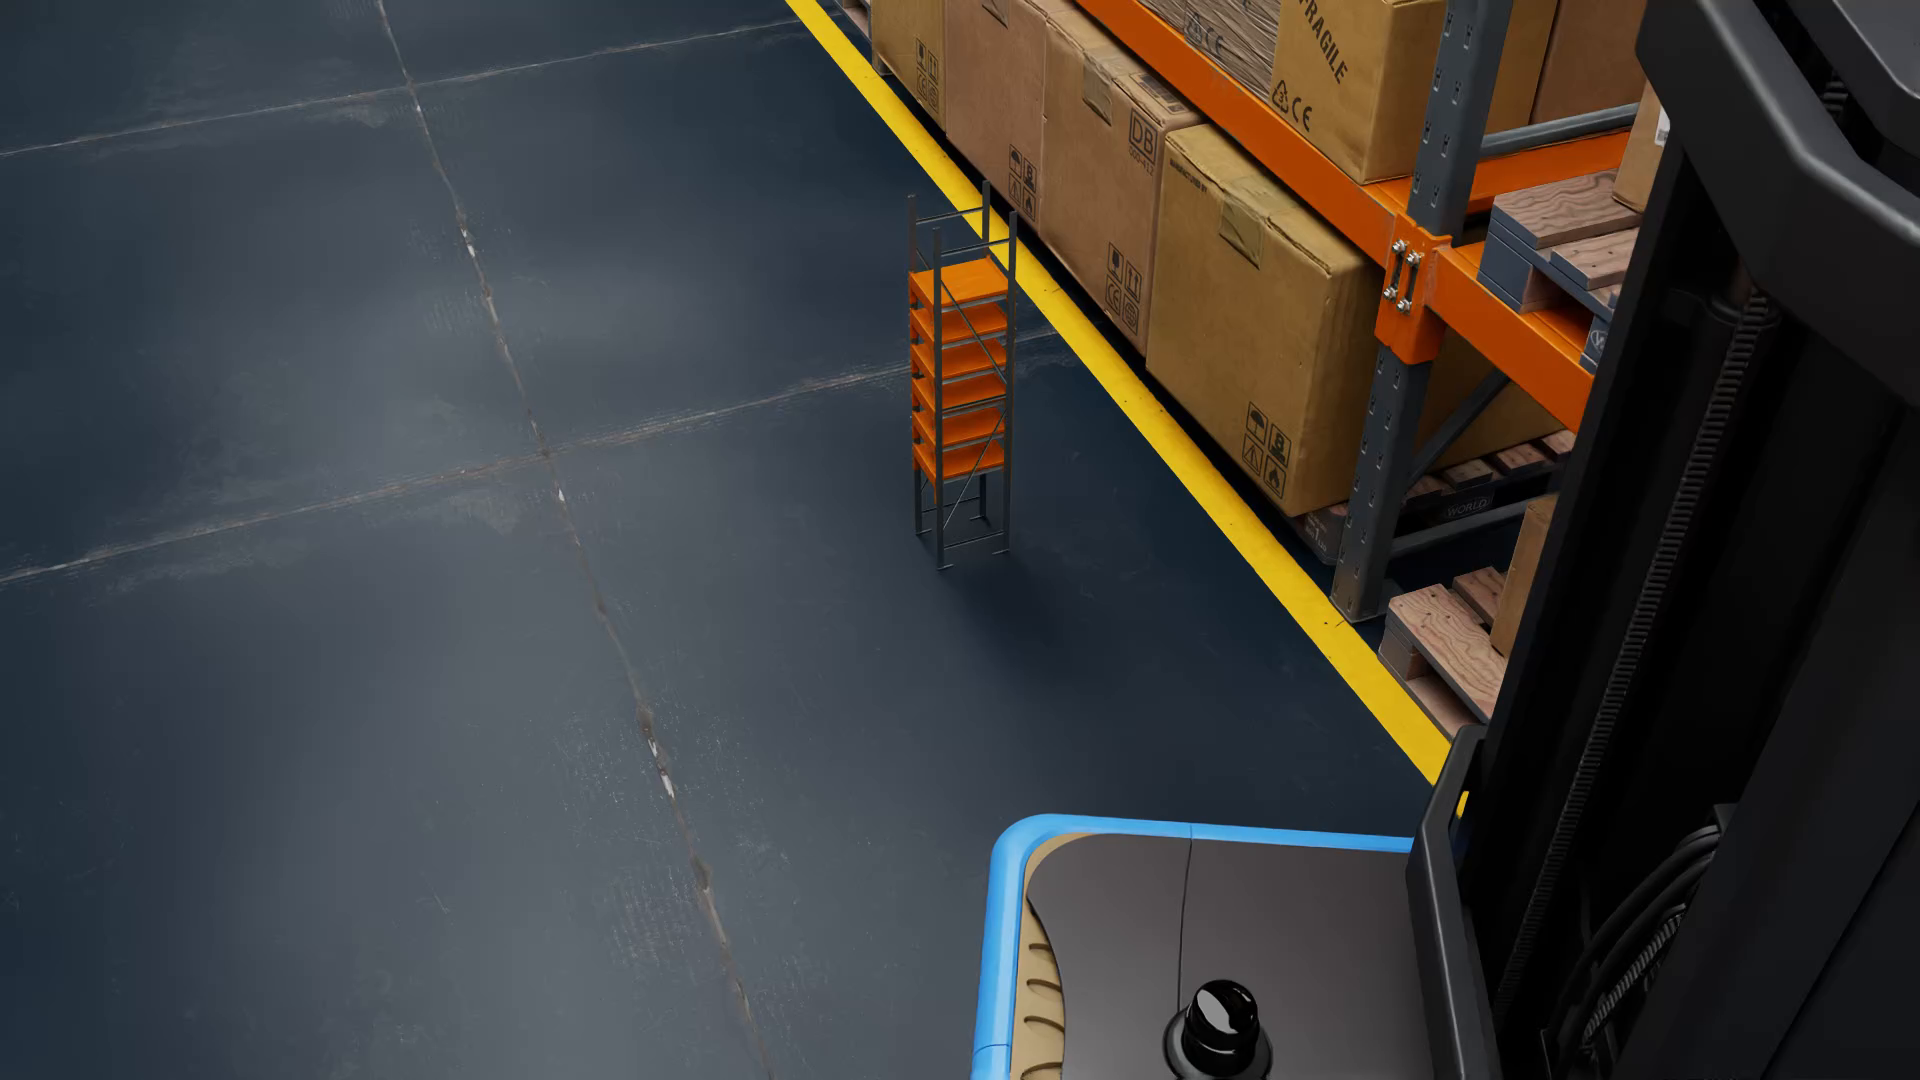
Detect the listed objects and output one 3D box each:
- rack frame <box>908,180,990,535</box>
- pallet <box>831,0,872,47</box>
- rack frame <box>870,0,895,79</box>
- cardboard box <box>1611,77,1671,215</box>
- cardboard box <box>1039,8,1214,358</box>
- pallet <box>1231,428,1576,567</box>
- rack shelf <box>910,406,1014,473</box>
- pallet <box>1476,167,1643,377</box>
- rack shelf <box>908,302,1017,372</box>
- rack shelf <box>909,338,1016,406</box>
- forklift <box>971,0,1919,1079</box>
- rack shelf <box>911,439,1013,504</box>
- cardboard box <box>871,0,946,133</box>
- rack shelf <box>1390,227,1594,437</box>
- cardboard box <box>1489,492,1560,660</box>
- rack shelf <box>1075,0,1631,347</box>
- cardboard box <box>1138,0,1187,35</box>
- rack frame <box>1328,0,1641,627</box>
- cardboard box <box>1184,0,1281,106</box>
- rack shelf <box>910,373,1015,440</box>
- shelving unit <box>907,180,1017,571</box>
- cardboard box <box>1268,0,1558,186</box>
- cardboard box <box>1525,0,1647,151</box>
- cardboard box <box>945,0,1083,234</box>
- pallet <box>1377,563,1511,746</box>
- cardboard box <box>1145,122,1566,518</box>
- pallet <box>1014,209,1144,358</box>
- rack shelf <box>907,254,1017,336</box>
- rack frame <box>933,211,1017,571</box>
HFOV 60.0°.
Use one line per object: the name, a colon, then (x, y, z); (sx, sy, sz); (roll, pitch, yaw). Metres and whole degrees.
rack frame: (-0.029, -0.501, 4.913); (0.240, 1.200, 0.006); (-15, 43, -17)
pallet: (-0.148, -2.871, 8.427); (1.003, 0.211, 1.213); (-15, 43, -17)
rack frame: (0.071, -3.451, 6.963); (1.000, 3.000, 0.127); (-15, 43, -17)
cardboard box: (1.845, -0.923, 3.624); (0.500, 0.500, 0.500); (-20, 45, -22)
cardboard box: (1.023, -1.355, 5.832); (1.225, 0.875, 0.875); (-15, 43, -17)
pallet: (1.369, -0.478, 5.644); (1.003, 0.211, 1.213); (-15, 43, -17)
rack shelf: (0.006, -0.322, 4.956); (0.258, 0.103, 0.180); (-15, 43, -17)
pallet: (1.972, -0.566, 3.755); (1.213, 0.211, 1.003); (-15, 43, -17)
rack shelf: (0.006, -0.594, 4.721); (0.258, 0.103, 0.180); (-15, 43, -17)
rack shelf: (0.006, -0.504, 4.799); (0.258, 0.103, 0.180); (-15, 43, -17)
forklift: (1.517, 0.593, 2.312); (3.031, 2.935, 1.130); (3, 41, 4)
rack shelf: (0.006, -0.231, 5.034); (0.258, 0.103, 0.180); (-15, 43, -17)
cardboard box: (0.334, -2.424, 7.076); (1.225, 0.875, 0.875); (-15, 43, -17)
rack shelf: (2.367, 0.436, 2.994); (1.077, 0.370, 4.000); (-15, 43, -17)
cardboard box: (1.876, 0.138, 4.368); (0.700, 0.500, 0.500); (-17, 44, -19)
rack shelf: (0.836, -1.973, 5.796); (1.077, 0.370, 4.000); (-15, 43, -17)
cardboard box: (0.797, -1.929, 5.115); (0.500, 0.500, 0.500); (-16, 43, -18)
rack frame: (1.601, -1.041, 4.160); (1.000, 3.000, 0.127); (-15, 43, -17)
cardboard box: (0.998, -1.617, 4.753); (0.500, 0.500, 0.500); (-15, 43, -17)
rack shelf: (0.006, -0.413, 4.878); (0.258, 0.103, 0.180); (-15, 43, -17)
shelving unit: (0.006, -0.446, 4.849); (0.258, 1.200, 0.189); (-15, 43, -17)
cardboard box: (1.184, -1.315, 4.402); (0.500, 0.500, 0.500); (-14, 43, -16)
cardboard box: (1.667, -1.440, 4.547); (0.500, 0.500, 0.500); (-14, 43, -16)
cardboard box: (0.677, -1.886, 6.450); (1.225, 0.875, 0.875); (-17, 43, -18)
pallet: (1.899, 0.487, 4.522); (1.003, 0.211, 1.213); (-15, 43, -17)
cardboard box: (1.357, -0.816, 5.206); (1.225, 0.875, 0.875); (-17, 44, -19)
pallet: (0.906, -1.212, 6.497); (1.003, 0.211, 1.213); (-15, 43, -17)
rack shelf: (0.006, -0.685, 4.643); (0.258, 0.103, 0.180); (-15, 43, -17)
rack frame: (0.041, -0.391, 4.785); (0.240, 1.200, 0.006); (-15, 43, -17)
